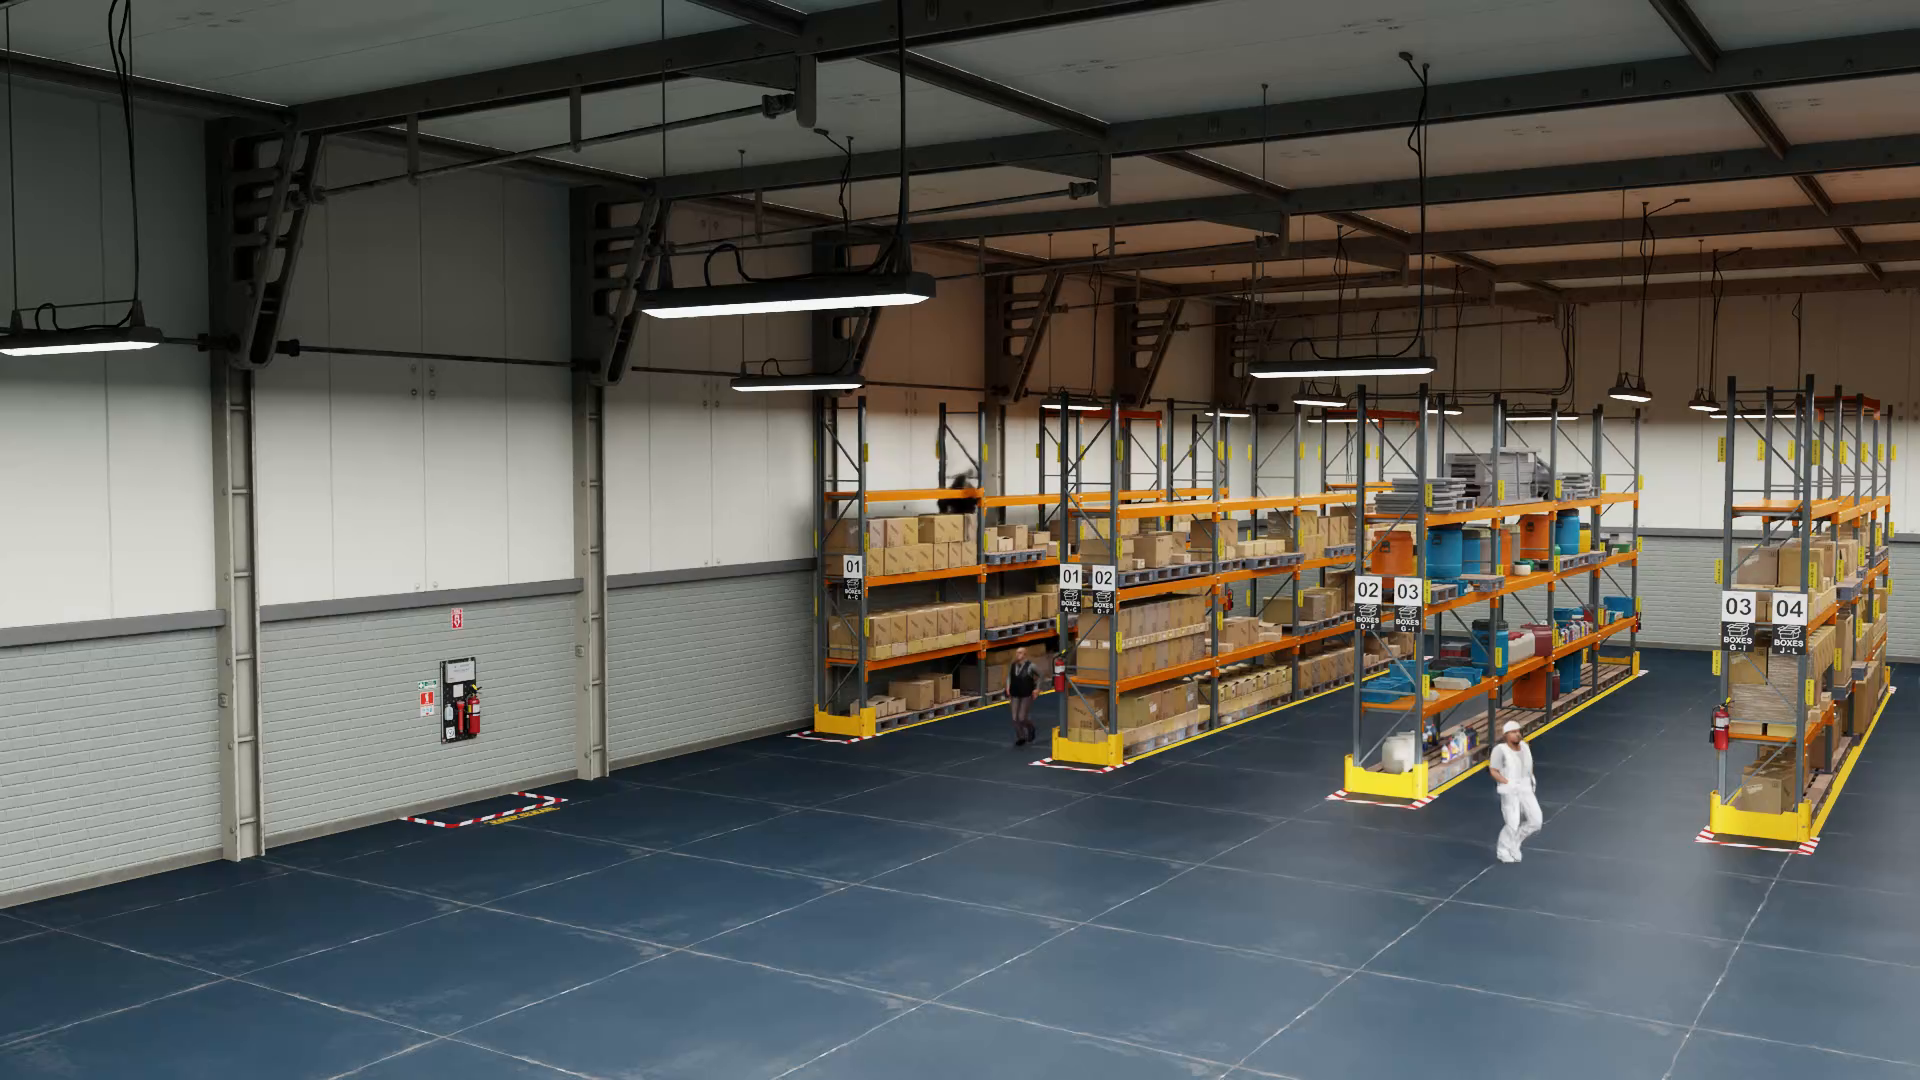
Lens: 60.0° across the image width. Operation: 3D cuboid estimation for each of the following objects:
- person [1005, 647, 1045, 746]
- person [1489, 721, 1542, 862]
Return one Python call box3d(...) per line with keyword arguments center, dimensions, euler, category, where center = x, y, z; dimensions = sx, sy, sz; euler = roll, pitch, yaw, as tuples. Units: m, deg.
box3d(center=(1.059, 2.674, 28.354), dimensions=(0.693, 1.684, 0.586), euler=(2, 3, 29), category="person")
box3d(center=(6.768, 3.064, 20.182), dimensions=(0.695, 1.735, 0.590), euler=(-1, 3, -20), category="person")
